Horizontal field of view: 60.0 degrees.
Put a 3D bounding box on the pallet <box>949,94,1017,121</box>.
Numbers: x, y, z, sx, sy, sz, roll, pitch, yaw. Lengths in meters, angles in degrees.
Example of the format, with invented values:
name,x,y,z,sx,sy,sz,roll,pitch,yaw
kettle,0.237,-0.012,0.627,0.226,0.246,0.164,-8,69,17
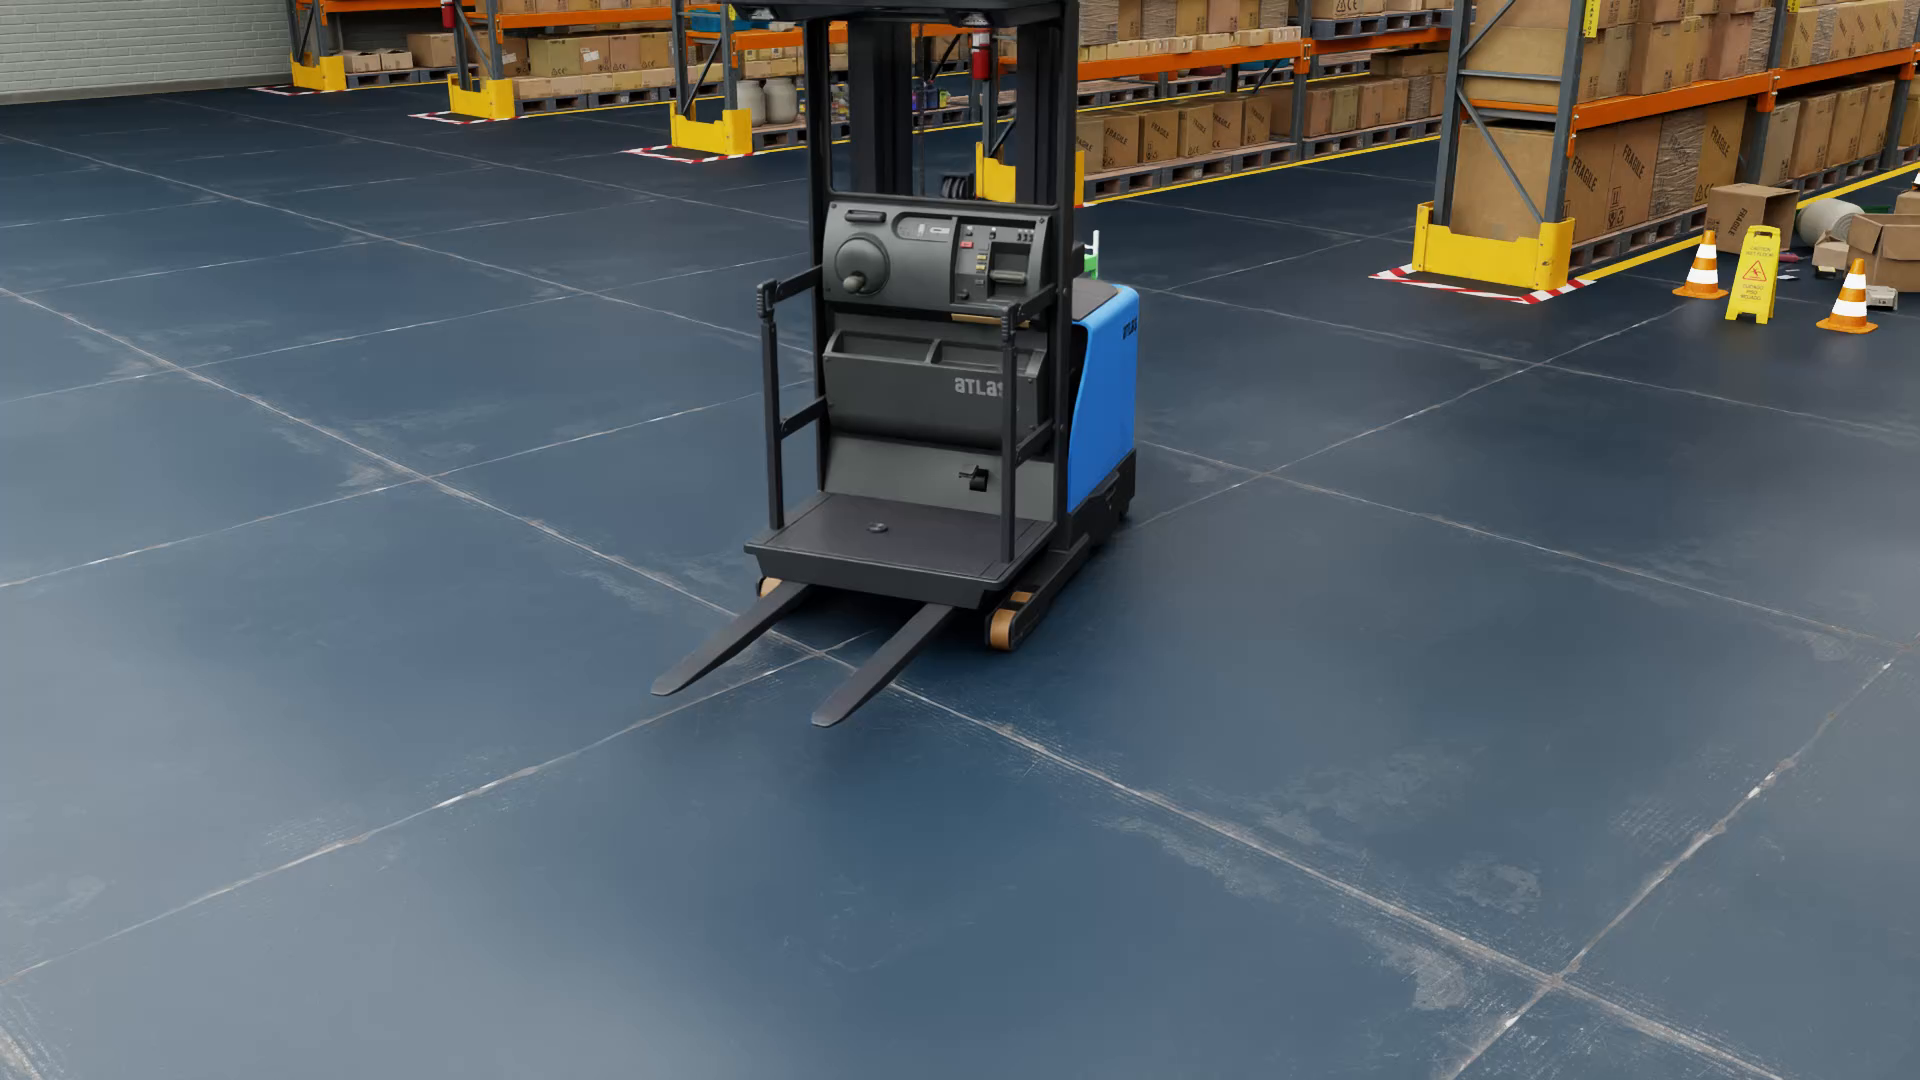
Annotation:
name,x,y,z,sx,sy,sz,roll,pitch,yaw
pallet,0.381,-5.893,22.612,1.003,0.211,1.213,19,28,41

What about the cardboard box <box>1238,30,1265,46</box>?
name,x,y,z,sx,sy,sz,roll,pitch,yaw
cardboard box,2.977,-5.294,17.517,0.380,0.149,0.250,19,28,41

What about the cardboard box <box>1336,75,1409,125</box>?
name,x,y,z,sx,sy,sz,roll,pitch,yaw
cardboard box,4.979,-5.339,20.156,0.500,0.500,0.700,-17,27,-38

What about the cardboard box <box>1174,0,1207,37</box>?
name,x,y,z,sx,sy,sz,roll,pitch,yaw
cardboard box,2.022,-5.437,16.985,0.875,0.500,0.500,19,28,41

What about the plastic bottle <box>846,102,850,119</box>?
name,x,y,z,sx,sy,sz,roll,pitch,yaw
plastic bottle,-1.369,-5.268,20.388,0.097,0.201,0.097,0,21,0

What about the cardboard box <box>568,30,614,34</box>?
name,x,y,z,sx,sy,sz,roll,pitch,yaw
cardboard box,-5.278,-7.059,23.961,0.500,0.500,0.500,19,28,41

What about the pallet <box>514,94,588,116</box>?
name,x,y,z,sx,sy,sz,roll,pitch,yaw
pallet,-5.972,-6.101,23.153,1.003,0.211,1.213,19,28,41

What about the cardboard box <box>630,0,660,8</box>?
name,x,y,z,sx,sy,sz,roll,pitch,yaw
cardboard box,-4.707,-7.889,23.780,0.500,0.500,0.700,-20,28,-41

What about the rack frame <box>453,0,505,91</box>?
name,x,y,z,sx,sy,sz,roll,pitch,yaw
rack frame,-6.476,-7.195,22.114,1.000,3.000,0.127,19,28,41

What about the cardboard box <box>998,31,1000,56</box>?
name,x,y,z,sx,sy,sz,roll,pitch,yaw
cardboard box,0.342,-8.599,28.638,0.500,0.500,0.500,19,28,40

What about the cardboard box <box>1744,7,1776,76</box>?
name,x,y,z,sx,sy,sz,roll,pitch,yaw
cardboard box,6.644,-4.448,14.757,0.875,0.550,0.550,19,28,41

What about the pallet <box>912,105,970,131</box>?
name,x,y,z,sx,sy,sz,roll,pitch,yaw
pallet,-0.637,-5.519,21.639,1.003,0.211,1.213,19,28,41

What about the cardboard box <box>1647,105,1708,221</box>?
name,x,y,z,sx,sy,sz,roll,pitch,yaw
cardboard box,5.778,-3.303,14.364,0.875,0.875,0.875,20,28,41

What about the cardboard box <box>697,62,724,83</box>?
name,x,y,z,sx,sy,sz,roll,pitch,yaw
cardboard box,-3.852,-6.962,24.754,0.500,0.250,0.500,19,28,41

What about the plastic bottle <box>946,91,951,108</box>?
name,x,y,z,sx,sy,sz,roll,pitch,yaw
plastic bottle,-0.169,-5.711,21.538,0.097,0.201,0.097,0,21,0

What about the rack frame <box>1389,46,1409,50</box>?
name,x,y,z,sx,sy,sz,roll,pitch,yaw
rack frame,8.232,-10.067,29.586,1.000,3.000,0.127,19,28,41

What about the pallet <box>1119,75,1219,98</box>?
name,x,y,z,sx,sy,sz,roll,pitch,yaw
pallet,3.172,-6.922,25.291,1.003,0.211,1.213,19,28,41

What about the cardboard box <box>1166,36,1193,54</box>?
name,x,y,z,sx,sy,sz,roll,pitch,yaw
cardboard box,2.105,-4.973,16.681,0.380,0.149,0.250,19,28,41

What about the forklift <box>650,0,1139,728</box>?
name,x,y,z,sx,sy,sz,roll,pitch,yaw
forklift,-0.181,-1.106,6.366,1.130,2.935,3.031,8,22,20

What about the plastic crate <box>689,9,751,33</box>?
name,x,y,z,sx,sy,sz,roll,pitch,yaw
plastic crate,-2.795,-6.089,19.442,0.499,0.251,0.616,19,28,41

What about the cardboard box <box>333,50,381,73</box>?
name,x,y,z,sx,sy,sz,roll,pitch,yaw
cardboard box,-9.481,-7.540,26.144,0.500,0.311,0.500,15,26,35

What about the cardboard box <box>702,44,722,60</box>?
name,x,y,z,sx,sy,sz,roll,pitch,yaw
cardboard box,-3.608,-7.574,25.564,0.500,0.311,0.500,19,28,41

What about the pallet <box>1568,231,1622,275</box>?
name,x,y,z,sx,sy,sz,roll,pitch,yaw
pallet,4.604,-2.371,13.449,1.003,0.211,1.213,19,28,41

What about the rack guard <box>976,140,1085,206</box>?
name,x,y,z,sx,sy,sz,roll,pitch,yaw
rack guard,0.672,-3.568,16.160,1.175,0.500,0.348,19,28,41

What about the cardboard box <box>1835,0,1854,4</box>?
name,x,y,z,sx,sy,sz,roll,pitch,yaw
cardboard box,8.298,-5.510,16.197,0.700,0.500,0.500,19,28,40

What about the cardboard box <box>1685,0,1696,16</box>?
name,x,y,z,sx,sy,sz,roll,pitch,yaw
cardboard box,5.471,-4.551,13.519,0.875,0.550,0.500,19,28,41

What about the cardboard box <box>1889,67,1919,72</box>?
name,x,y,z,sx,sy,sz,roll,pitch,yaw
cardboard box,10.692,-5.130,18.595,0.500,0.250,0.500,19,28,40

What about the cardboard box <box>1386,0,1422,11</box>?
name,x,y,z,sx,sy,sz,roll,pitch,yaw
cardboard box,5.230,-6.408,19.669,0.396,0.266,0.258,18,28,39

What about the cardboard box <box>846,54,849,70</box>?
name,x,y,z,sx,sy,sz,roll,pitch,yaw
cardboard box,-1.797,-7.706,26.690,0.500,0.250,0.500,-19,28,-41

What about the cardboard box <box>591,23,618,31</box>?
name,x,y,z,sx,sy,sz,roll,pitch,yaw
cardboard box,-6.411,-8.840,29.263,0.700,0.500,0.500,19,28,40

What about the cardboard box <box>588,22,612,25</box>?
name,x,y,z,sx,sy,sz,roll,pitch,yaw
cardboard box,-6.431,-9.158,29.047,0.500,0.250,0.500,19,28,40

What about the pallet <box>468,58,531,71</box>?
name,x,y,z,sx,sy,sz,roll,pitch,yaw
pallet,-7.680,-7.979,28.040,1.003,0.211,1.213,19,28,41

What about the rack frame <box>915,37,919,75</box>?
name,x,y,z,sx,sy,sz,roll,pitch,yaw
rack frame,-0.895,-9.252,27.464,1.000,3.000,0.127,19,28,41

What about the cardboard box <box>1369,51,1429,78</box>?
name,x,y,z,sx,sy,sz,roll,pitch,yaw
cardboard box,5.391,-5.841,20.417,0.500,0.250,0.500,-16,26,-36

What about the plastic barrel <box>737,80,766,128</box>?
name,x,y,z,sx,sy,sz,roll,pitch,yaw
plastic barrel,-2.525,-5.178,19.747,0.421,0.512,0.421,0,21,0

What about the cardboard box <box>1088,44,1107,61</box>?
name,x,y,z,sx,sy,sz,roll,pitch,yaw
cardboard box,1.177,-4.671,15.896,0.380,0.149,0.250,19,28,41

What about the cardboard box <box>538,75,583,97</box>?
name,x,y,z,sx,sy,sz,roll,pitch,yaw
cardboard box,-5.596,-6.319,23.082,0.500,0.250,0.500,19,28,41

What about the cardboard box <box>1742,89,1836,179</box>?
name,x,y,z,sx,sy,sz,roll,pitch,yaw
cardboard box,7.937,-4.051,16.483,1.050,0.750,0.750,19,28,41

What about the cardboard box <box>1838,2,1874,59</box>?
name,x,y,z,sx,sy,sz,roll,pitch,yaw
cardboard box,8.509,-4.979,16.207,0.500,0.500,0.500,-20,28,-41

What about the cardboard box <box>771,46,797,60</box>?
name,x,y,z,sx,sy,sz,roll,pitch,yaw
cardboard box,-2.866,-7.569,25.552,0.500,0.311,0.500,19,28,40

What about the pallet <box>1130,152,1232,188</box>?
name,x,y,z,sx,sy,sz,roll,pitch,yaw
pallet,2.115,-3.945,17.544,1.003,0.211,1.213,19,28,41

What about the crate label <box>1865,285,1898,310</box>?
name,x,y,z,sx,sy,sz,roll,pitch,yaw
crate label,6.567,-1.740,11.910,0.250,0.136,0.298,5,22,13

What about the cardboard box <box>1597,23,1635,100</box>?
name,x,y,z,sx,sy,sz,roll,pitch,yaw
cardboard box,4.697,-3.771,12.996,0.875,0.550,0.550,19,28,41

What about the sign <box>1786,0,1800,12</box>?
name,x,y,z,sx,sy,sz,roll,pitch,yaw
sign,7.292,-4.778,14.508,0.100,0.325,0.005,19,28,41

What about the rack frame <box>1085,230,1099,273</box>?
name,x,y,z,sx,sy,sz,roll,pitch,yaw
rack frame,0.575,-0.981,8.454,0.240,1.200,0.015,13,23,30

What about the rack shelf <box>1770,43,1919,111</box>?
name,x,y,z,sx,sy,sz,roll,pitch,yaw
rack shelf,8.288,-4.654,16.505,1.077,0.370,4.000,19,28,41

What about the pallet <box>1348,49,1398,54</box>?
name,x,y,z,sx,sy,sz,roll,pitch,yaw
pallet,7.629,-8.564,29.560,1.003,0.211,1.213,19,28,41

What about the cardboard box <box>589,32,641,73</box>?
name,x,y,z,sx,sy,sz,roll,pitch,yaw
cardboard box,-4.894,-6.925,23.612,0.500,0.500,0.500,19,28,41

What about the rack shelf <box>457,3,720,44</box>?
name,x,y,z,sx,sy,sz,roll,pitch,yaw
rack shelf,-5.081,-7.374,23.580,1.077,0.370,4.000,19,28,41

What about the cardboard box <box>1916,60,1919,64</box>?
name,x,y,z,sx,sy,sz,roll,pitch,yaw
cardboard box,11.040,-5.520,19.609,0.500,0.250,0.500,-19,28,-40

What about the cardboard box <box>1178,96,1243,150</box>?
name,x,y,z,sx,sy,sz,roll,pitch,yaw
cardboard box,2.708,-4.530,18.079,0.500,0.500,0.500,-11,23,-25

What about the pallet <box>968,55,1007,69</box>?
name,x,y,z,sx,sy,sz,roll,pitch,yaw
pallet,0.504,-8.445,29.251,1.003,0.211,1.213,19,28,41

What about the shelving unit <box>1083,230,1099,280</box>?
name,x,y,z,sx,sy,sz,roll,pitch,yaw
shelving unit,0.445,-0.911,8.260,0.258,1.200,0.503,13,23,30

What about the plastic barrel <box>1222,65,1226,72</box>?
name,x,y,z,sx,sy,sz,roll,pitch,yaw
plastic barrel,4.098,-7.634,26.136,0.421,0.512,0.421,0,21,0

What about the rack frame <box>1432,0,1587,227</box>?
name,x,y,z,sx,sy,sz,roll,pitch,yaw
rack frame,4.102,-3.448,12.363,1.000,3.000,0.127,19,28,41
